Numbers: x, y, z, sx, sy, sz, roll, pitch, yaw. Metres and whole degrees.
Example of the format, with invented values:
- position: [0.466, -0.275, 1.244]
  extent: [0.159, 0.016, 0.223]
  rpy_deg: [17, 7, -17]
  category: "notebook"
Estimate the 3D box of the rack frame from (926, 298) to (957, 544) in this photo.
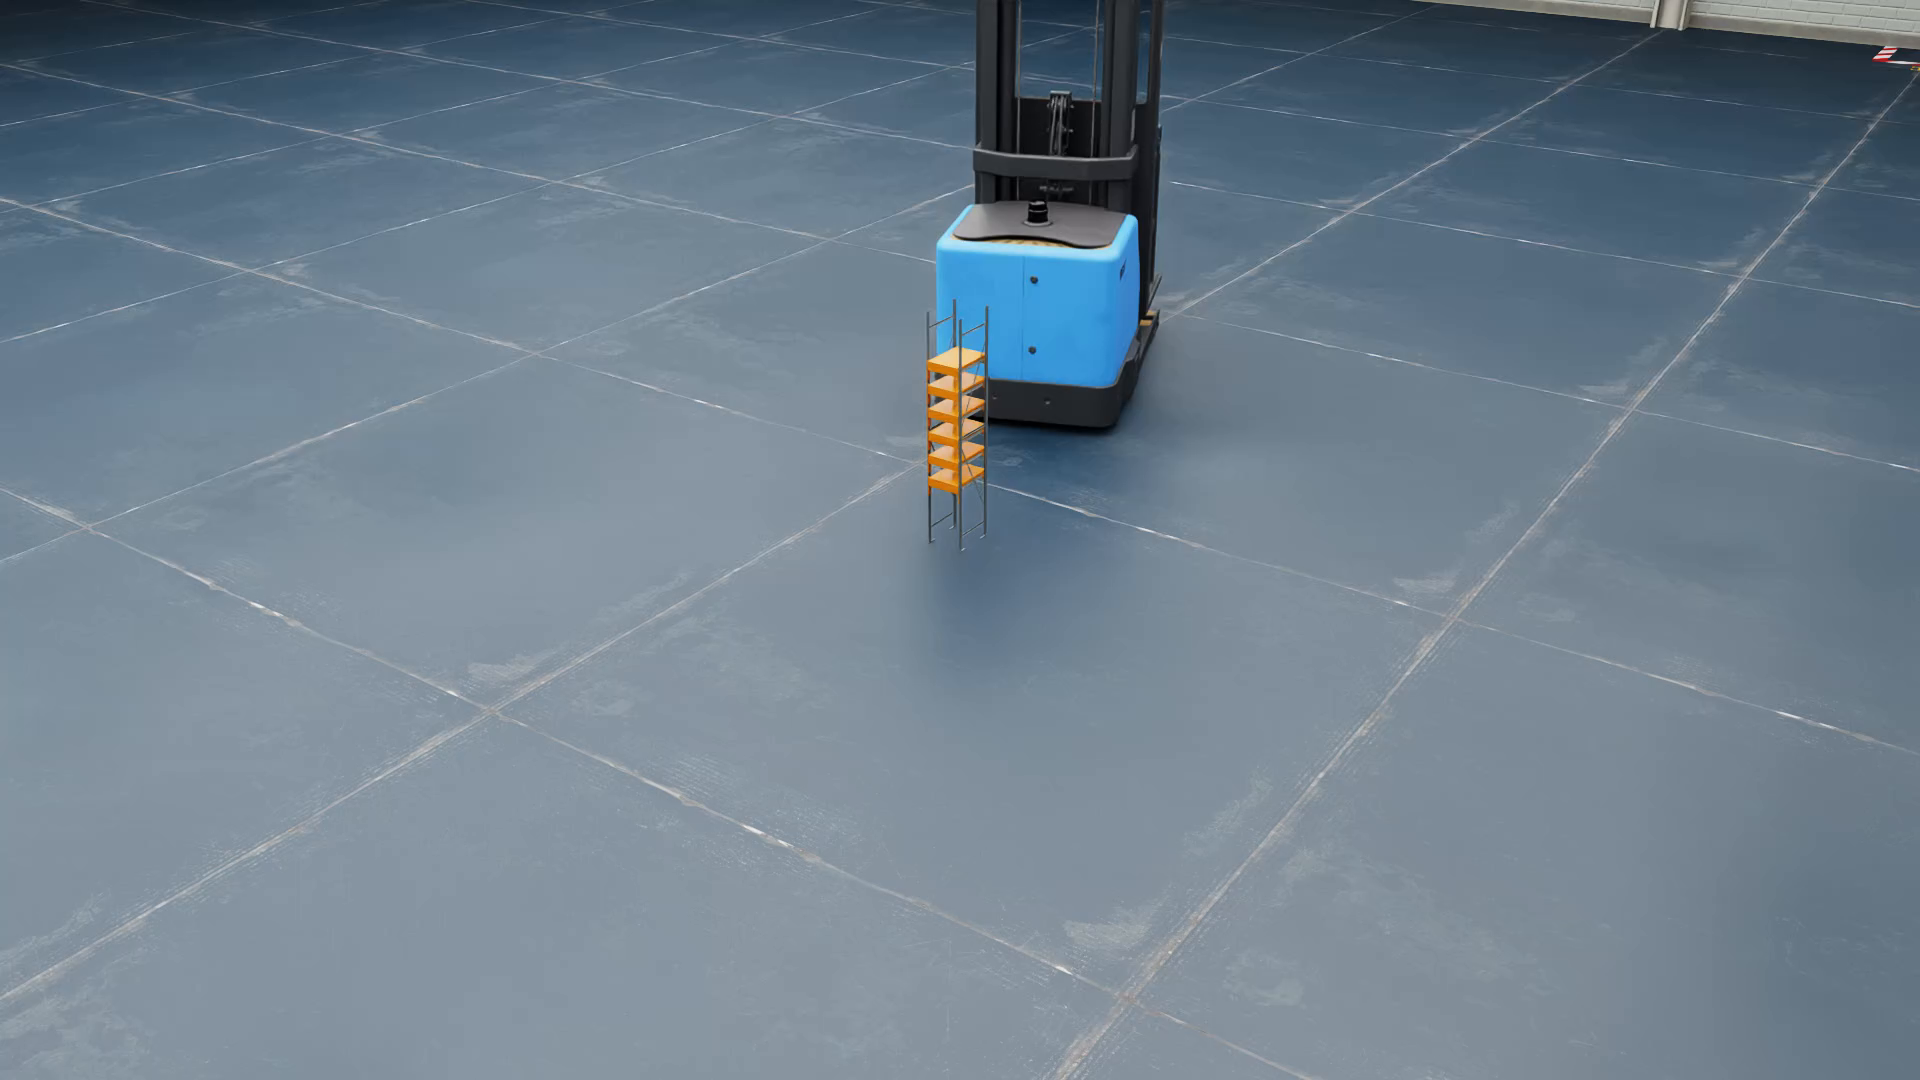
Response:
- position: [-0.087, -0.562, 8.031]
  extent: [0.006, 1.200, 0.240]
  rpy_deg: [17, 32, 30]
  category: "rack frame"

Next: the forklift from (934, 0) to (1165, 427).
- position: [0.688, -2.587, 10.101]
  extent: [1.130, 2.935, 3.031]
  rpy_deg: [6, 28, 12]
  category: "forklift"

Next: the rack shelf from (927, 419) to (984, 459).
- position: [-0.012, -0.499, 8.005]
  extent: [0.180, 0.103, 0.258]
  rpy_deg: [17, 32, 30]
  category: "rack shelf"

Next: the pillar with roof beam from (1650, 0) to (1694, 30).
- position: [6.499, -8.866, 15.749]
  extent: [0.400, 9.000, 9.100]
  rpy_deg: [17, 32, 30]
  category: "pillar with roof beam"

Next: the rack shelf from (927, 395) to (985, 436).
- position: [-0.012, -0.606, 7.951]
  extent: [0.180, 0.103, 0.258]
  rpy_deg: [17, 32, 30]
  category: "rack shelf"

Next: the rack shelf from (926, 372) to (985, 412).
- position: [-0.012, -0.713, 7.896]
  extent: [0.180, 0.103, 0.258]
  rpy_deg: [17, 32, 30]
  category: "rack shelf"

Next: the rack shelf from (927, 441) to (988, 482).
- position: [-0.012, -0.392, 8.060]
  extent: [0.180, 0.103, 0.258]
  rpy_deg: [17, 32, 30]
  category: "rack shelf"

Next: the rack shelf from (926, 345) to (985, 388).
- position: [-0.012, -0.820, 7.842]
  extent: [0.180, 0.103, 0.258]
  rpy_deg: [17, 32, 30]
  category: "rack shelf"

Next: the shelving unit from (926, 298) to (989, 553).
- position: [-0.012, -0.538, 7.985]
  extent: [0.189, 1.200, 0.258]
  rpy_deg: [17, 32, 30]
  category: "shelving unit"

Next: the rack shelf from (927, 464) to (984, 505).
- position: [-0.012, -0.285, 8.114]
  extent: [0.180, 0.103, 0.258]
  rpy_deg: [17, 32, 30]
  category: "rack shelf"

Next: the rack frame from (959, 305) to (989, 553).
- position: [0.063, -0.515, 7.939]
  extent: [0.006, 1.200, 0.240]
  rpy_deg: [17, 32, 30]
  category: "rack frame"
